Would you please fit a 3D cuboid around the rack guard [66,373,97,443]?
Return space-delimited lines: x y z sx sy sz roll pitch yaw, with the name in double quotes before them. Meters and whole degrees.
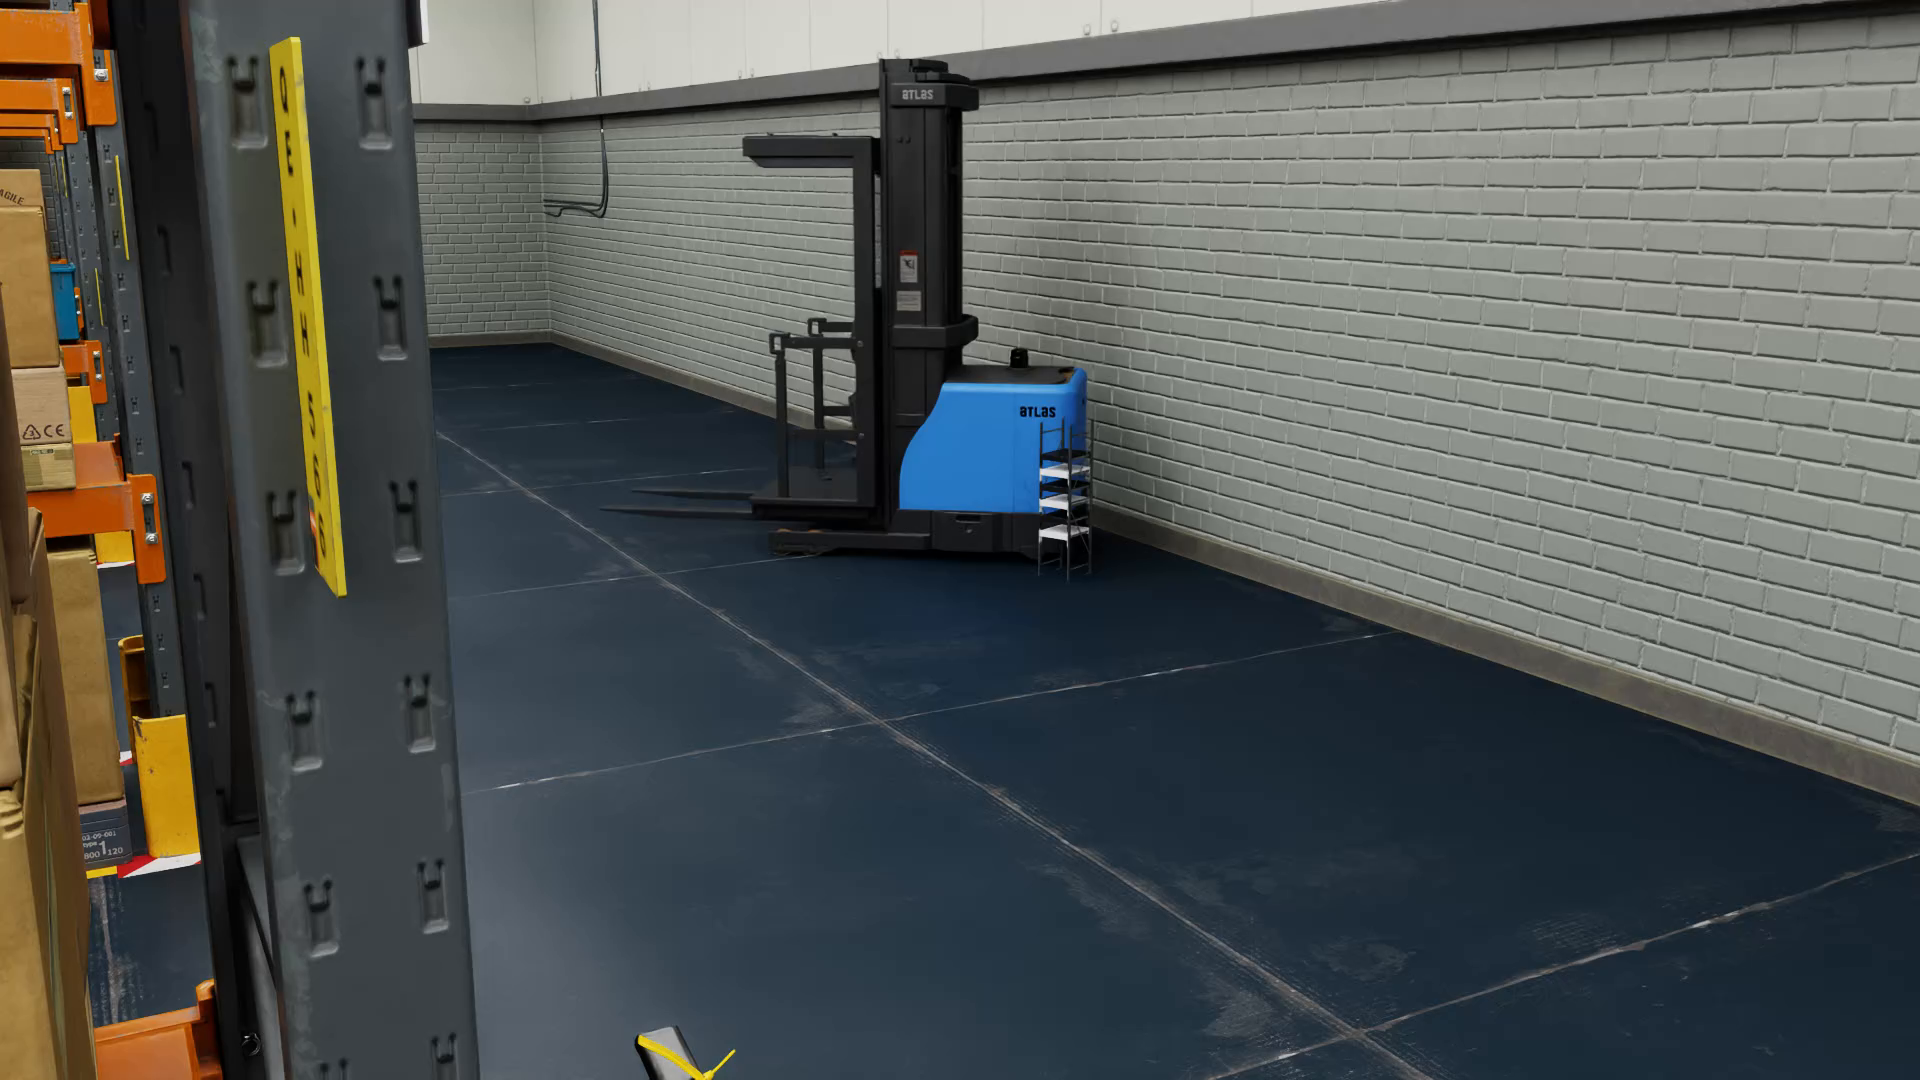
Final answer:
"rack guard" -7.742 -1.171 14.674 0.348 0.500 1.175 -7 14 -28

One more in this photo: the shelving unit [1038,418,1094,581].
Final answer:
"shelving unit" 0.612 -0.238 9.619 0.210 0.900 0.258 10 16 37

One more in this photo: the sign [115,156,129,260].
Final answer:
"sign" -2.684 -1.063 5.326 0.005 0.325 0.100 -7 14 -28

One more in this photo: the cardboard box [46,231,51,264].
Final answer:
"cardboard box" -7.938 -2.348 13.981 0.500 0.500 0.500 -6 14 -26

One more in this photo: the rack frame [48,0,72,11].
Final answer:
"rack frame" -5.305 -4.370 9.533 0.127 3.000 1.000 -7 14 -28

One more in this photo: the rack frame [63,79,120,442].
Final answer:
"rack frame" -5.305 -1.443 10.191 0.127 3.000 1.000 -7 14 -28

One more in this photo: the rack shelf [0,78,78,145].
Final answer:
"rack shelf" -7.061 -2.345 9.006 4.000 0.370 1.077 -7 14 -28

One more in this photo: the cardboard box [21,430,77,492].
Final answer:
"cardboard box" -3.087 -0.265 5.529 0.250 0.149 0.380 -7 14 -27

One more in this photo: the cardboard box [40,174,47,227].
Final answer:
"cardboard box" -8.191 -2.939 14.332 0.500 0.500 0.500 -6 14 -26

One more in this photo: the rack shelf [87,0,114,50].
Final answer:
"rack shelf" -2.400 -0.425 0.470 4.000 0.370 1.077 -7 14 -28

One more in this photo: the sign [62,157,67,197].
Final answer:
"sign" -7.427 -3.008 13.788 0.005 0.325 0.100 -7 14 -28

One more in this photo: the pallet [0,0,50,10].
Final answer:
"pallet" -3.578 -1.829 5.275 1.213 0.211 1.003 -7 14 -28

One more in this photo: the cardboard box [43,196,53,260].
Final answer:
"cardboard box" -10.495 -3.443 18.395 0.700 0.700 0.980 -6 14 -25

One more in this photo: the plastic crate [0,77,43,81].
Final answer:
"plastic crate" -5.777 -2.856 9.935 0.590 0.269 0.497 -7 14 -28

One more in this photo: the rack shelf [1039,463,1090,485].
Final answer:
"rack shelf" 0.612 -0.382 9.587 0.200 0.077 0.258 10 16 37

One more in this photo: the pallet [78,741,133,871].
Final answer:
"pallet" -3.596 0.971 5.815 1.213 0.211 1.003 -7 14 -28

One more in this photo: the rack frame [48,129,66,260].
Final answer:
"rack frame" -10.052 -3.353 18.675 0.127 3.000 1.000 -7 14 -28

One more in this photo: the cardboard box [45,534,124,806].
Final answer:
"cardboard box" -3.455 0.425 5.769 0.875 0.875 0.875 -7 14 -28

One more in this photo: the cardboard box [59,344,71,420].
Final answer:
"cardboard box" -3.483 -0.562 5.941 0.500 0.250 0.500 -7 15 -29

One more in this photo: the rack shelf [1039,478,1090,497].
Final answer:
"rack shelf" 0.612 -0.294 9.607 0.200 0.077 0.258 10 16 37

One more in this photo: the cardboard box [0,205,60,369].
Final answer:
"cardboard box" -3.234 -0.825 5.399 0.500 0.500 0.500 -7 14 -27

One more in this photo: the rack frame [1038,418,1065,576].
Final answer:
"rack frame" 0.532 -0.252 9.681 0.006 0.900 0.240 10 16 37

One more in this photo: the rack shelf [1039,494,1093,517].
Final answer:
"rack shelf" 0.612 -0.206 9.627 0.200 0.077 0.258 10 16 37

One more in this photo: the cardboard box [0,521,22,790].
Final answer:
"cardboard box" -0.927 -0.108 1.075 0.500 0.500 0.500 -7 15 -29

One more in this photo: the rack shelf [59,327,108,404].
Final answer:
"rack shelf" -7.061 -0.882 9.335 4.000 0.370 1.077 -7 14 -28

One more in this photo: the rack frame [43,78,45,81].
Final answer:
"rack frame" -10.052 -6.279 18.016 0.127 3.000 1.000 -7 14 -28

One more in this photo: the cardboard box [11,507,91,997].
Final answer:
"cardboard box" -1.171 0.278 1.638 0.500 0.500 0.500 -6 14 -25

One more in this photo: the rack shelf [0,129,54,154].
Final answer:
"rack shelf" -11.808 -4.255 17.490 4.000 0.370 1.077 -7 14 -28

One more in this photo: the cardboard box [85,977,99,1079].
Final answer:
"cardboard box" -1.085 0.571 1.812 0.250 0.149 0.380 -7 14 -28

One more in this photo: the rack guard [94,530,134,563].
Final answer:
"rack guard" -5.290 -0.229 10.488 0.348 0.500 1.175 -7 14 -28

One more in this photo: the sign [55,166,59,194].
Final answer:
"sign" -9.804 -3.927 18.051 0.005 0.325 0.100 -7 14 -28

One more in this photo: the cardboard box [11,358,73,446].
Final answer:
"cardboard box" -3.230 -0.459 5.480 0.500 0.250 0.500 -7 15 -29

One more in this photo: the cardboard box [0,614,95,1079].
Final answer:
"cardboard box" -0.915 0.380 1.181 0.500 0.500 0.500 -7 14 -27

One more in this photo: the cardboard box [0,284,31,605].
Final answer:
"cardboard box" -1.165 -0.208 1.519 0.500 0.500 0.500 -7 14 -28

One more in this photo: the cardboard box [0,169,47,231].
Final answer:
"cardboard box" -7.934 -2.835 13.870 0.500 0.500 0.500 -7 14 -28

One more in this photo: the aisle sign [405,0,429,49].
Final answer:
"aisle sign" -0.436 -0.741 1.147 0.004 0.787 0.394 -7 14 -28

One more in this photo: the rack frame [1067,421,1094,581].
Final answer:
"rack frame" 0.692 -0.225 9.558 0.006 0.900 0.240 10 16 37

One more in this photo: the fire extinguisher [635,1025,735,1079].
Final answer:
"fire extinguisher" -0.202 0.760 1.427 0.183 0.674 0.296 -7 14 -28

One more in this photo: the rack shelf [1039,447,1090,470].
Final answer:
"rack shelf" 0.612 -0.469 9.567 0.200 0.077 0.258 10 16 37

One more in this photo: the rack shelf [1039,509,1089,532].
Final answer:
"rack shelf" 0.612 -0.118 9.646 0.200 0.077 0.258 10 16 37

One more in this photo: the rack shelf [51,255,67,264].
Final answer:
"rack shelf" -11.808 -2.791 17.819 4.000 0.370 1.077 -7 14 -28

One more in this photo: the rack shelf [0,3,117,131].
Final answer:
"rack shelf" -4.687 -1.391 4.765 4.000 0.370 1.077 -7 14 -28

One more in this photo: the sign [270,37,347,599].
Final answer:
"sign" -0.396 -0.132 1.009 0.005 0.325 0.100 -7 14 -28

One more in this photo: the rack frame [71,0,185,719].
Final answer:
"rack frame" -2.932 -0.489 5.950 0.127 3.000 1.000 -7 14 -28

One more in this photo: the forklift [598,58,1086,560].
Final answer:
"forklift" -0.741 -1.437 10.321 3.031 2.935 1.130 2 13 8

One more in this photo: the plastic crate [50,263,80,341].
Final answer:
"plastic crate" -5.510 -1.419 9.864 0.499 0.435 0.616 -7 14 -28

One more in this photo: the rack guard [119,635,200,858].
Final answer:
"rack guard" -2.911 0.728 6.236 0.348 0.500 1.175 -7 14 -28

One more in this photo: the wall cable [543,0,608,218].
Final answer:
"wall cable" -4.916 -5.291 20.695 0.112 2.526 3.097 -7 14 -28

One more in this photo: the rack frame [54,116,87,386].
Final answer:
"rack frame" -7.675 -2.398 14.435 0.127 3.000 1.000 -7 14 -28

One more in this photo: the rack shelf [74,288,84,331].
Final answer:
"rack shelf" -9.431 -1.837 13.579 4.000 0.370 1.077 -7 14 -28

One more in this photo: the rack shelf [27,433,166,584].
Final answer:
"rack shelf" -4.687 0.072 5.094 4.000 0.370 1.077 -7 14 -28

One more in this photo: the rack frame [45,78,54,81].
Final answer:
"rack frame" -7.675 -5.325 13.776 0.127 3.000 1.000 -7 14 -28

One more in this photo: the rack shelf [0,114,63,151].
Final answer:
"rack shelf" -9.431 -3.300 13.249 4.000 0.370 1.077 -7 14 -28

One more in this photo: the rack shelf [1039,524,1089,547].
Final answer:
"rack shelf" 0.612 -0.030 9.666 0.200 0.077 0.258 10 16 37

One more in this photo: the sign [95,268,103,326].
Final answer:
"sign" -5.027 -1.419 9.710 0.005 0.325 0.100 -7 14 -28

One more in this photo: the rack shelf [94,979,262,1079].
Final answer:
"rack shelf" -2.400 1.039 0.800 4.000 0.370 1.077 -7 14 -28
